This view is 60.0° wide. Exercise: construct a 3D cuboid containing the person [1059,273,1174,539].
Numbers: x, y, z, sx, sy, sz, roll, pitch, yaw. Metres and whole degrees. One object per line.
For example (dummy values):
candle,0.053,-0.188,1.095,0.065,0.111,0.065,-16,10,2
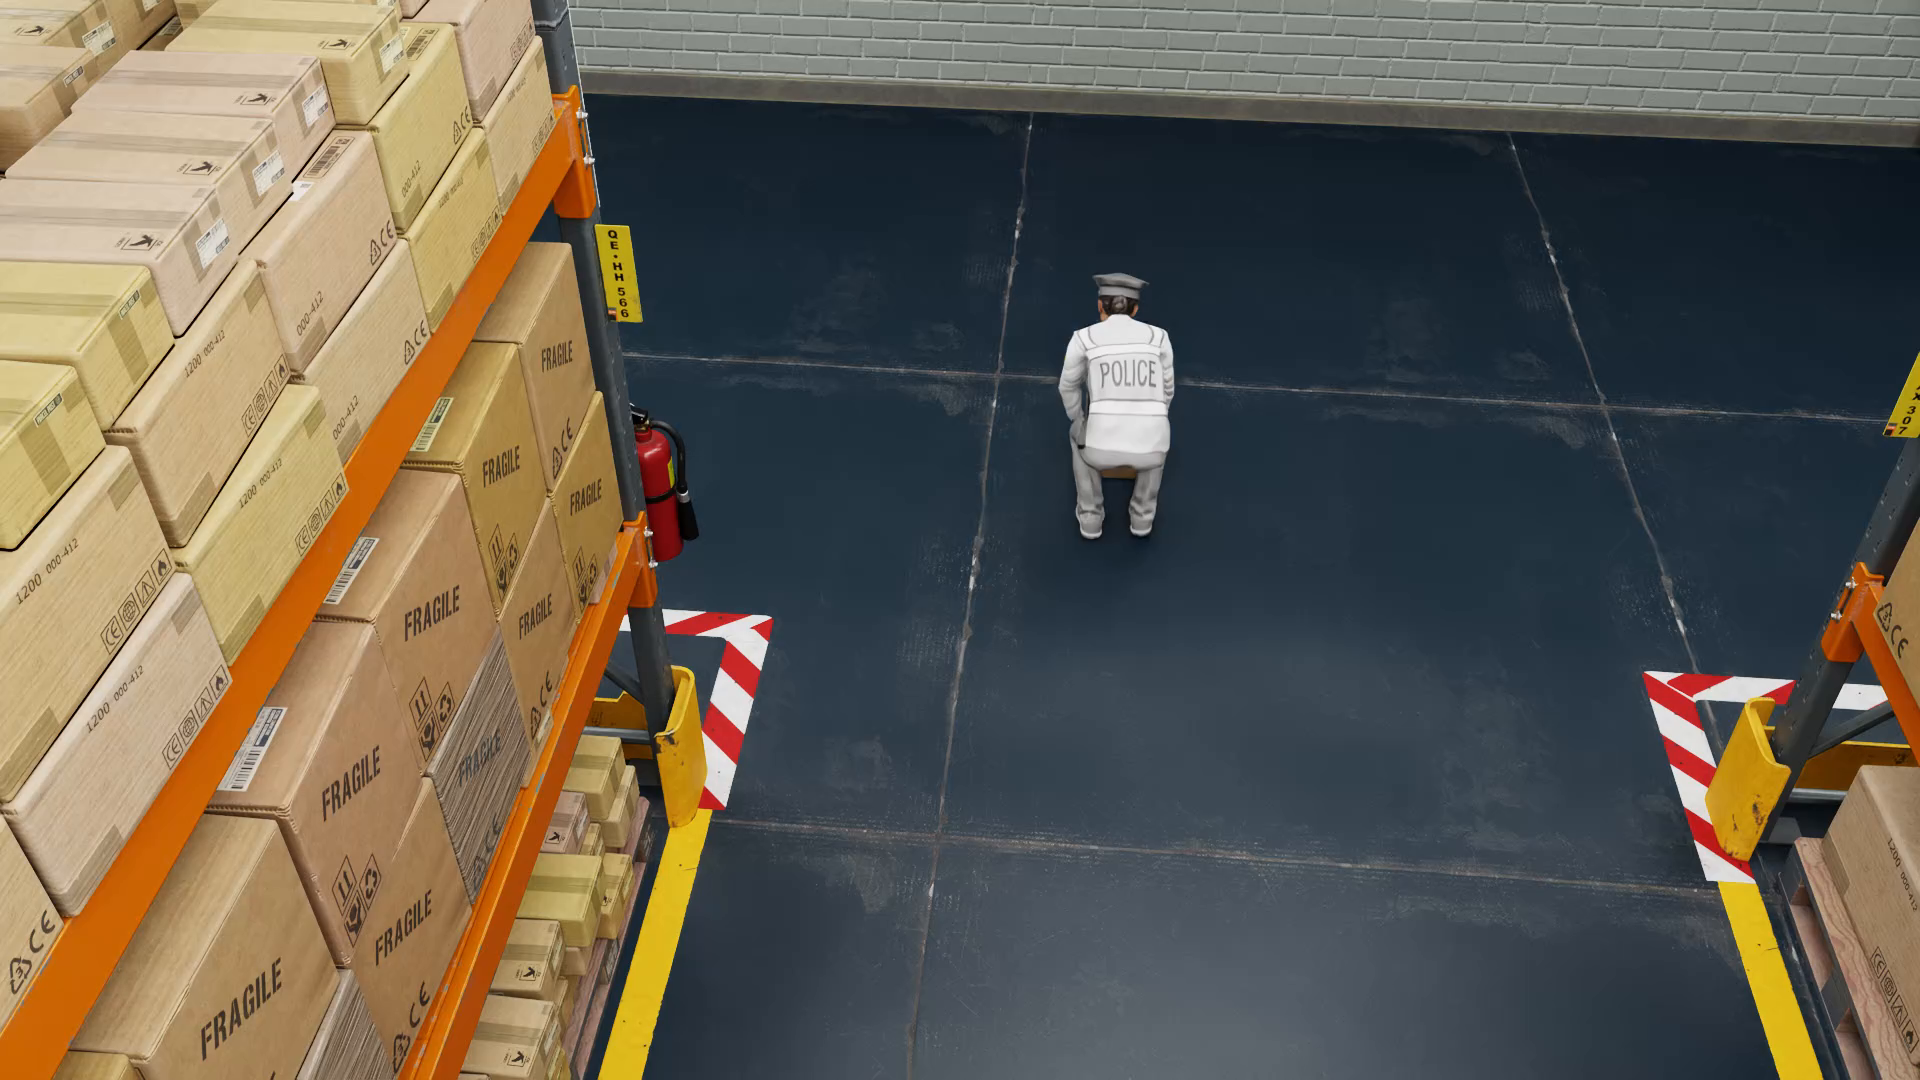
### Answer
person,0.680,-0.559,7.255,0.510,1.101,0.820,3,40,4
